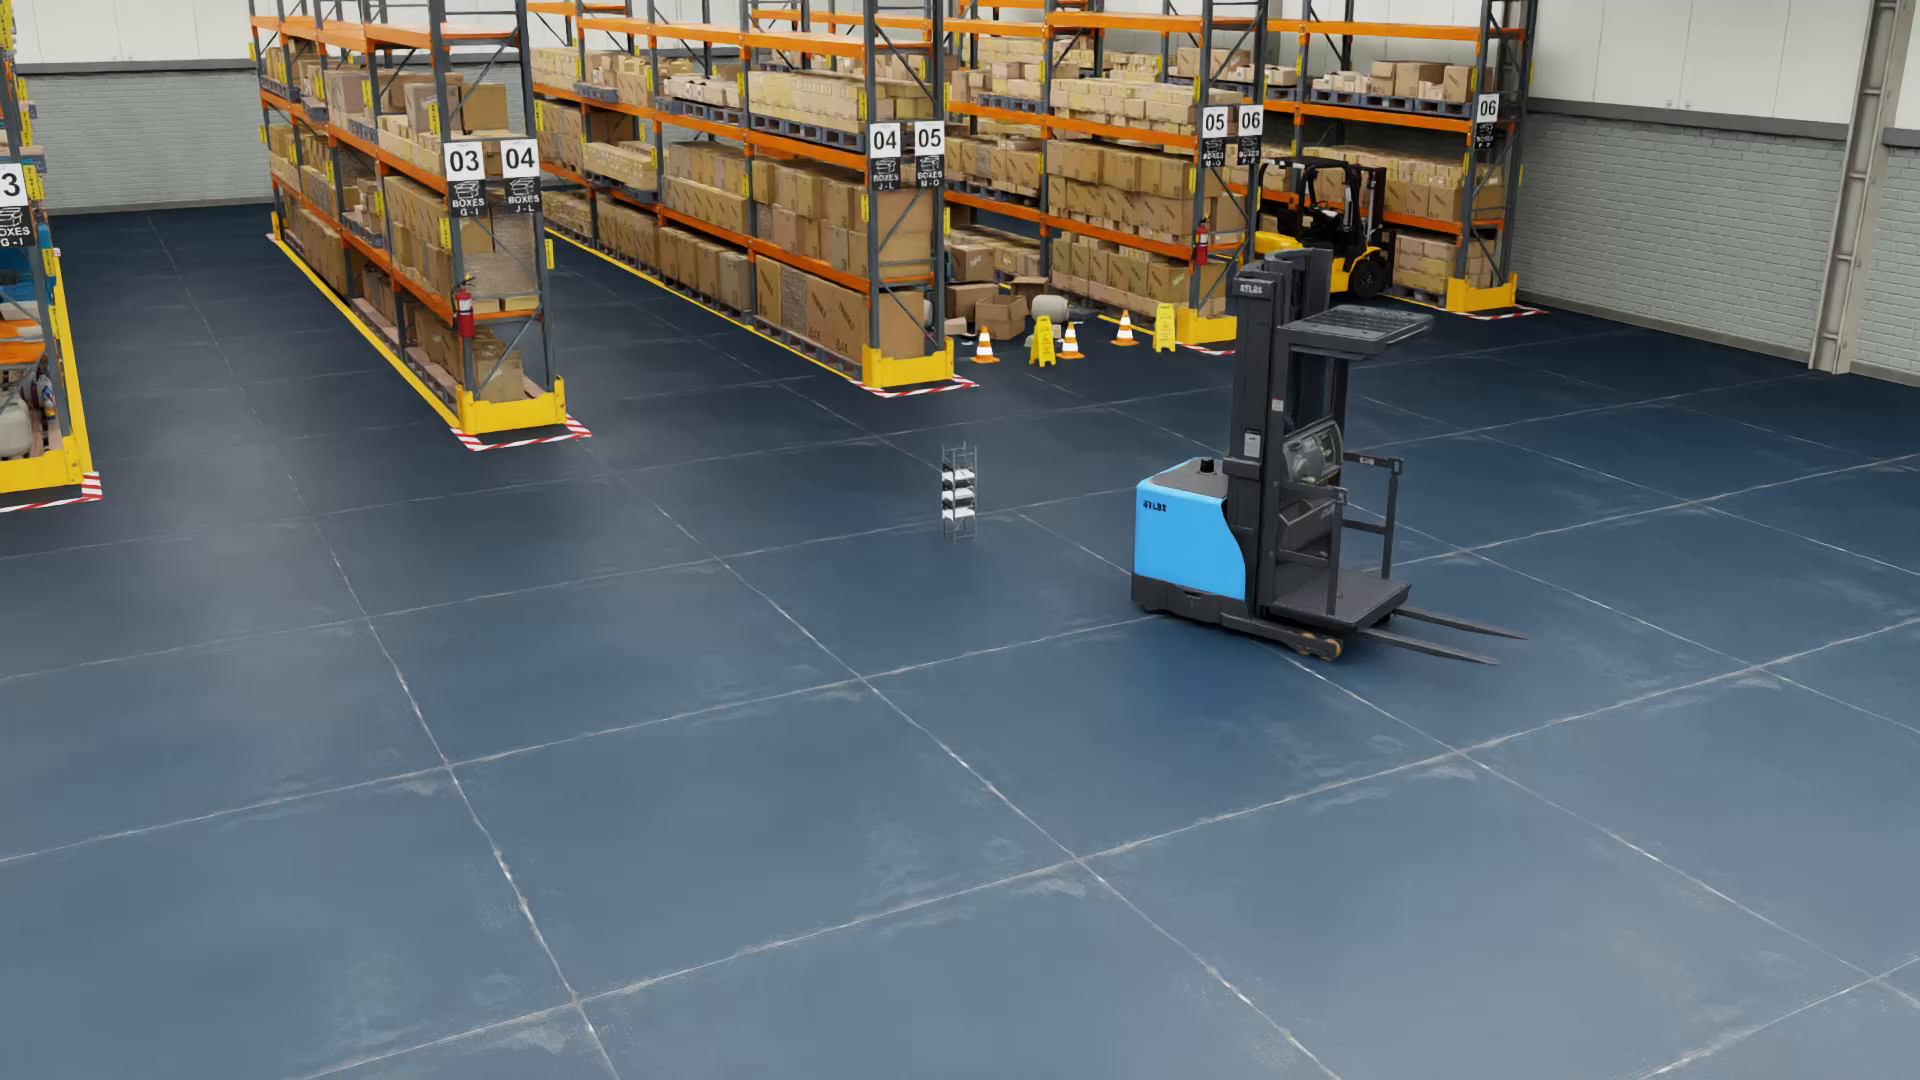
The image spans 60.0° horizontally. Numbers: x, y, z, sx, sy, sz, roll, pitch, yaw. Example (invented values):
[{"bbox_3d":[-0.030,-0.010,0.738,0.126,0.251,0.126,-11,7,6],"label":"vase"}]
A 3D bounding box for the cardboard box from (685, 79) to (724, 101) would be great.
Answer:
[{"bbox_3d":[-3.833,-6.833,25.194,0.500,0.311,0.500,-10,22,-28],"label":"cardboard box"}]

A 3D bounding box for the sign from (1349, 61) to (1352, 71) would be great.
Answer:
[{"bbox_3d":[6.597,-7.948,28.172,0.100,0.325,0.005,-10,21,-27],"label":"sign"}]

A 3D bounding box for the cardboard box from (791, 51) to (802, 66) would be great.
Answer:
[{"bbox_3d":[-3.130,-9.946,33.925,0.500,0.500,0.500,-10,21,-26],"label":"cardboard box"}]

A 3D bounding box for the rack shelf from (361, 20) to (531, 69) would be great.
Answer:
[{"bbox_3d":[-6.029,-5.777,19.304,1.077,0.370,4.000,-10,21,-27],"label":"rack shelf"}]

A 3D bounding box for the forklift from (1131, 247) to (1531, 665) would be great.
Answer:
[{"bbox_3d":[2.879,-0.664,12.681,3.031,2.935,1.130,14,24,35],"label":"forklift"}]

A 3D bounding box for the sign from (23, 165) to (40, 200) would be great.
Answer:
[{"bbox_3d":[-8.952,-3.447,16.030,0.100,0.325,0.005,-10,21,-27],"label":"sign"}]

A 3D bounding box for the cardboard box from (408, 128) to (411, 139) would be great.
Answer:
[{"bbox_3d":[-6.291,-4.814,19.623,0.380,0.149,0.250,-9,21,-25],"label":"cardboard box"}]

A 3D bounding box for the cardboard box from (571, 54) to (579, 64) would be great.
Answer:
[{"bbox_3d":[-6.888,-8.786,30.368,0.380,0.149,0.250,-9,21,-25],"label":"cardboard box"}]

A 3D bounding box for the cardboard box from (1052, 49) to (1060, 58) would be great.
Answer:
[{"bbox_3d":[2.067,-9.990,34.137,0.380,0.149,0.250,-9,21,-25],"label":"cardboard box"}]

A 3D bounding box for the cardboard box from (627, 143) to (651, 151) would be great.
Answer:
[{"bbox_3d":[-5.752,-7.017,29.816,0.380,0.149,0.250,-11,22,-28],"label":"cardboard box"}]

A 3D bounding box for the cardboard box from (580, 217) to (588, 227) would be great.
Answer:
[{"bbox_3d":[-6.933,-6.001,31.313,0.380,0.149,0.250,-11,22,-29],"label":"cardboard box"}]

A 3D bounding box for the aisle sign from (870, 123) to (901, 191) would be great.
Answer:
[{"bbox_3d":[-0.896,-4.610,20.026,0.394,0.787,0.004,-10,21,-27],"label":"aisle sign"}]

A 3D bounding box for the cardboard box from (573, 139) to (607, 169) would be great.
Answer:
[{"bbox_3d":[-6.842,-7.176,30.837,0.500,0.500,0.500,-10,21,-27],"label":"cardboard box"}]

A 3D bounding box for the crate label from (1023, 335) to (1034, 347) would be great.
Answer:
[{"bbox_3d":[1.060,-2.760,23.040,0.298,0.136,0.250,11,22,30],"label":"crate label"}]

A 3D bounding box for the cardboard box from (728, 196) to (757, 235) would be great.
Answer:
[{"bbox_3d":[-3.048,-4.752,24.269,0.500,0.500,0.500,-10,21,-27],"label":"cardboard box"}]

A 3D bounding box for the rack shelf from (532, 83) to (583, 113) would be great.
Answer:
[{"bbox_3d":[-7.314,-8.545,31.918,1.077,0.370,4.000,-10,21,-27],"label":"rack shelf"}]

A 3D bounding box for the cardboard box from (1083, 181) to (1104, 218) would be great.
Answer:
[{"bbox_3d":[2.193,-5.124,24.890,0.500,0.500,0.500,-10,21,-27],"label":"cardboard box"}]

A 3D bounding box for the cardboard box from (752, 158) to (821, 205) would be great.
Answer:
[{"bbox_3d":[-2.420,-5.066,23.448,0.875,0.550,0.550,-10,21,-27],"label":"cardboard box"}]

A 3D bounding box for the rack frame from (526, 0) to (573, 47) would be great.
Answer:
[{"bbox_3d":[-8.264,-10.877,32.975,1.000,3.000,0.127,-10,21,-27],"label":"rack frame"}]

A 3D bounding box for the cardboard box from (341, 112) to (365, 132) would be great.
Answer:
[{"bbox_3d":[-8.383,-5.884,23.336,0.500,0.250,0.500,-9,21,-26],"label":"cardboard box"}]

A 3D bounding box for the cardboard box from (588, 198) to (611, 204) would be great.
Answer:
[{"bbox_3d":[-7.065,-6.608,32.617,0.380,0.149,0.250,-10,21,-26],"label":"cardboard box"}]

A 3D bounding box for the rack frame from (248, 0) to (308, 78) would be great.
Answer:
[{"bbox_3d":[-12.677,-10.138,30.833,1.000,3.000,0.127,-10,21,-27],"label":"rack frame"}]

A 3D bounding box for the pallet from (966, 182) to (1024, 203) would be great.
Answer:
[{"bbox_3d":[0.820,-5.887,28.008,1.003,0.211,1.213,-10,21,-27],"label":"pallet"}]

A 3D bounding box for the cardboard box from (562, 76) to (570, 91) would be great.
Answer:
[{"bbox_3d":[-7.062,-8.484,30.869,0.500,0.250,0.500,-10,21,-27],"label":"cardboard box"}]

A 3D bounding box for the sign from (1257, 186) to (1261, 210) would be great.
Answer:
[{"bbox_3d":[4.120,-4.737,23.052,0.100,0.325,0.005,-10,21,-27],"label":"sign"}]

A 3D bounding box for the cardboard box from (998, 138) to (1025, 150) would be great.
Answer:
[{"bbox_3d":[0.836,-6.453,27.106,0.380,0.149,0.250,-11,22,-29],"label":"cardboard box"}]

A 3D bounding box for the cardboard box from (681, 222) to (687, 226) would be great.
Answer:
[{"bbox_3d":[-4.579,-5.351,28.198,0.500,0.250,0.500,-11,22,-29],"label":"cardboard box"}]

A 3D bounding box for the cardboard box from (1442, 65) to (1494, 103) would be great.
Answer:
[{"bbox_3d":[7.584,-6.814,24.849,0.500,0.500,0.500,-9,21,-25],"label":"cardboard box"}]

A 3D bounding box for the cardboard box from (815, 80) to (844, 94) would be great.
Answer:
[{"bbox_3d":[-1.605,-5.705,20.953,0.380,0.149,0.250,-10,21,-26],"label":"cardboard box"}]

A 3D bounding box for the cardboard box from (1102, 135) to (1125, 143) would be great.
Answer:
[{"bbox_3d":[3.272,-7.997,33.026,0.797,0.503,0.637,-11,22,-28],"label":"cardboard box"}]

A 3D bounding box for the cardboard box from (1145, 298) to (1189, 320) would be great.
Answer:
[{"bbox_3d":[3.010,-3.340,23.901,0.500,0.250,0.500,-10,21,-27],"label":"cardboard box"}]

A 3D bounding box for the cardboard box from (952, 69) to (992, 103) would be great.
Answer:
[{"bbox_3d":[0.285,-7.732,28.306,0.700,0.500,0.500,-10,21,-27],"label":"cardboard box"}]

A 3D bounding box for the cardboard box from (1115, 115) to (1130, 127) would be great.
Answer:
[{"bbox_3d":[2.458,-6.036,23.930,0.380,0.149,0.250,-10,22,-27],"label":"cardboard box"}]

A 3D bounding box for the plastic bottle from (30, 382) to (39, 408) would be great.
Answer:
[{"bbox_3d":[-10.553,-1.662,18.957,0.061,0.283,0.133,-10,21,-27],"label":"plastic bottle"}]

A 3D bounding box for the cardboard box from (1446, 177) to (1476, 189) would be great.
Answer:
[{"bbox_3d":[7.598,-5.423,25.221,0.380,0.149,0.250,-10,21,-26],"label":"cardboard box"}]

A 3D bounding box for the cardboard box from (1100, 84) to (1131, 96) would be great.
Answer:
[{"bbox_3d":[2.272,-6.562,24.231,0.380,0.149,0.250,-10,22,-27],"label":"cardboard box"}]

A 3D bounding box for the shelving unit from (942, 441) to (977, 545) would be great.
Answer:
[{"bbox_3d":[-0.004,-0.428,15.110,0.258,0.900,0.210,-10,21,-27],"label":"shelving unit"}]

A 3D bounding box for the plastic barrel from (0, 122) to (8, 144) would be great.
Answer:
[{"bbox_3d":[-12.427,-5.262,21.513,0.301,0.262,0.301,0,19,0],"label":"plastic barrel"}]

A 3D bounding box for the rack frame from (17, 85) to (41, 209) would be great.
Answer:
[{"bbox_3d":[-17.036,-6.534,29.588,1.000,3.000,0.127,-10,21,-27],"label":"rack frame"}]

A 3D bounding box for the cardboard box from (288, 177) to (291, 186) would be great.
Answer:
[{"bbox_3d":[-11.699,-6.367,29.487,0.380,0.149,0.250,-10,21,-26],"label":"cardboard box"}]

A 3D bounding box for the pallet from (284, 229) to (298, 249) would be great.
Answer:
[{"bbox_3d":[-12.228,-5.766,31.636,1.003,0.211,1.213,-10,21,-27],"label":"pallet"}]

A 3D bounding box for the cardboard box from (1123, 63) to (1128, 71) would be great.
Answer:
[{"bbox_3d":[3.391,-9.211,32.364,0.380,0.149,0.250,-10,21,-26],"label":"cardboard box"}]

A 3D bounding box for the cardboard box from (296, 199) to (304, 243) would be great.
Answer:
[{"bbox_3d":[-11.448,-5.808,30.096,0.875,0.875,0.875,-10,21,-27],"label":"cardboard box"}]

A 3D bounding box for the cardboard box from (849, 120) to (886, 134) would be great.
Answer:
[{"bbox_3d":[-1.122,-5.036,20.235,0.380,0.149,0.250,-10,21,-27],"label":"cardboard box"}]

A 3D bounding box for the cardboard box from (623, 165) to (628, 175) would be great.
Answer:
[{"bbox_3d":[-5.474,-6.259,28.077,0.380,0.149,0.250,-10,21,-27],"label":"cardboard box"}]

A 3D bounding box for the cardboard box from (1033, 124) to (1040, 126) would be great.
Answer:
[{"bbox_3d":[1.838,-9.351,36.376,0.500,0.500,0.500,-11,22,-28],"label":"cardboard box"}]

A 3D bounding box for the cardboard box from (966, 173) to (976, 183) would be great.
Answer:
[{"bbox_3d":[0.324,-6.186,28.321,0.380,0.149,0.250,-9,21,-23],"label":"cardboard box"}]

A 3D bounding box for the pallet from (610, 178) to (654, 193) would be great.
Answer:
[{"bbox_3d":[-5.441,-6.216,28.958,1.003,0.211,1.213,-10,21,-27],"label":"pallet"}]

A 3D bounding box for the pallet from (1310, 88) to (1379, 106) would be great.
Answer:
[{"bbox_3d":[6.537,-7.297,27.335,1.003,0.211,1.213,-10,21,-27],"label":"pallet"}]

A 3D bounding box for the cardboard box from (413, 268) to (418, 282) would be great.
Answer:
[{"bbox_3d":[-6.526,-3.275,20.527,0.380,0.149,0.250,-10,21,-27],"label":"cardboard box"}]

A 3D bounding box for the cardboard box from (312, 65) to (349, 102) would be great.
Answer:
[{"bbox_3d":[-9.718,-7.067,25.736,0.500,0.500,0.500,-9,21,-24],"label":"cardboard box"}]

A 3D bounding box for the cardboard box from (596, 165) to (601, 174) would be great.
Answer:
[{"bbox_3d":[-6.212,-6.565,29.418,0.380,0.149,0.250,-10,21,-26],"label":"cardboard box"}]

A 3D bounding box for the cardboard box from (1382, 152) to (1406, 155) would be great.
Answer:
[{"bbox_3d":[7.107,-6.239,27.128,0.380,0.149,0.250,-10,22,-27],"label":"cardboard box"}]

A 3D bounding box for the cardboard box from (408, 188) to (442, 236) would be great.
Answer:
[{"bbox_3d":[-6.265,-3.920,19.870,0.500,0.500,0.500,-10,21,-27],"label":"cardboard box"}]

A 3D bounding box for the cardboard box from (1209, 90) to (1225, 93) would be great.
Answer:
[{"bbox_3d":[3.520,-6.123,22.961,0.380,0.149,0.250,-10,21,-27],"label":"cardboard box"}]

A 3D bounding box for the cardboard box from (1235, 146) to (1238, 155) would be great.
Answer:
[{"bbox_3d":[5.119,-6.942,29.620,0.380,0.149,0.250,-10,21,-26],"label":"cardboard box"}]

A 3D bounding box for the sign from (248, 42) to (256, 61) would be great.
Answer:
[{"bbox_3d":[-13.168,-9.086,30.923,0.100,0.325,0.005,-10,21,-27],"label":"sign"}]
